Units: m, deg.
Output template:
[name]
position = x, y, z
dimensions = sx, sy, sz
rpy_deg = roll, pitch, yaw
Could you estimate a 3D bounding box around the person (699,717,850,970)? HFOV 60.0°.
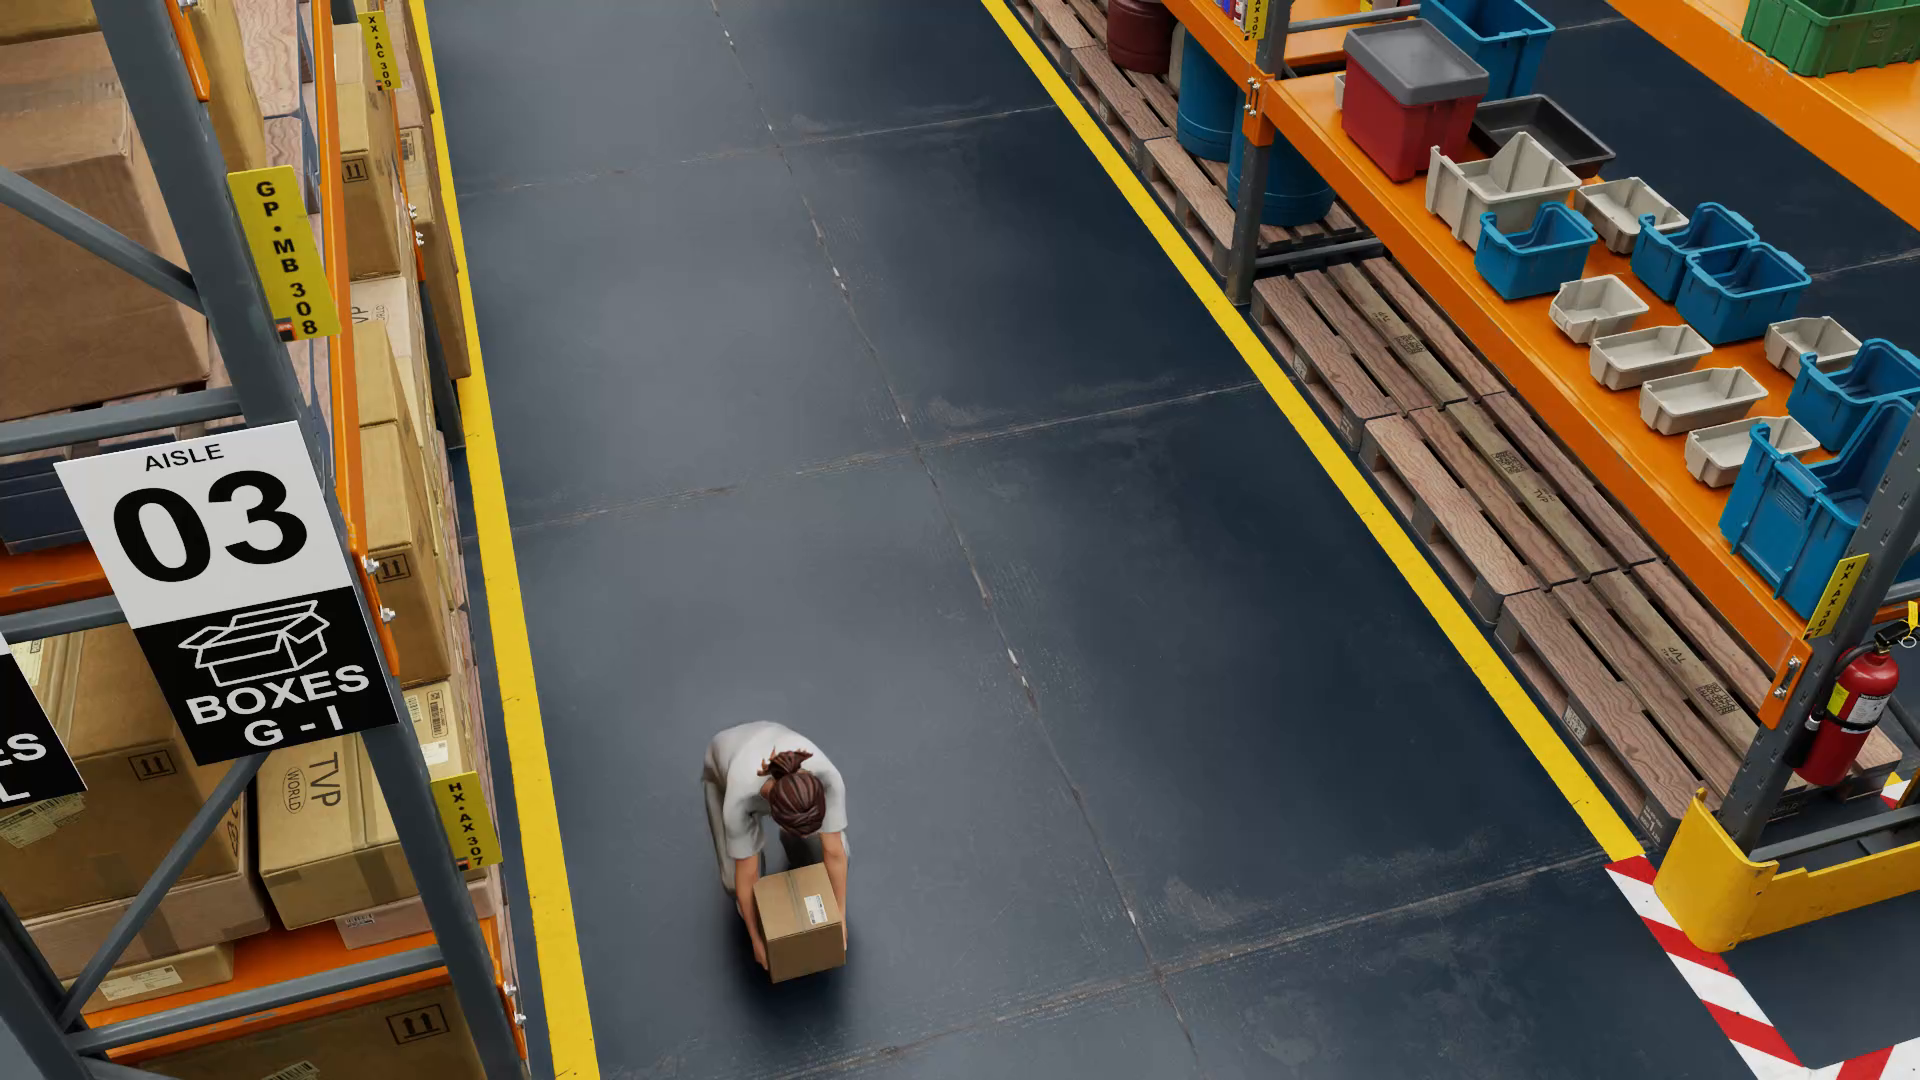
[person]
position = -0.624, 0.956, 5.661
dimensions = 0.452, 0.946, 0.823
rpy_deg = -13, 44, -14
